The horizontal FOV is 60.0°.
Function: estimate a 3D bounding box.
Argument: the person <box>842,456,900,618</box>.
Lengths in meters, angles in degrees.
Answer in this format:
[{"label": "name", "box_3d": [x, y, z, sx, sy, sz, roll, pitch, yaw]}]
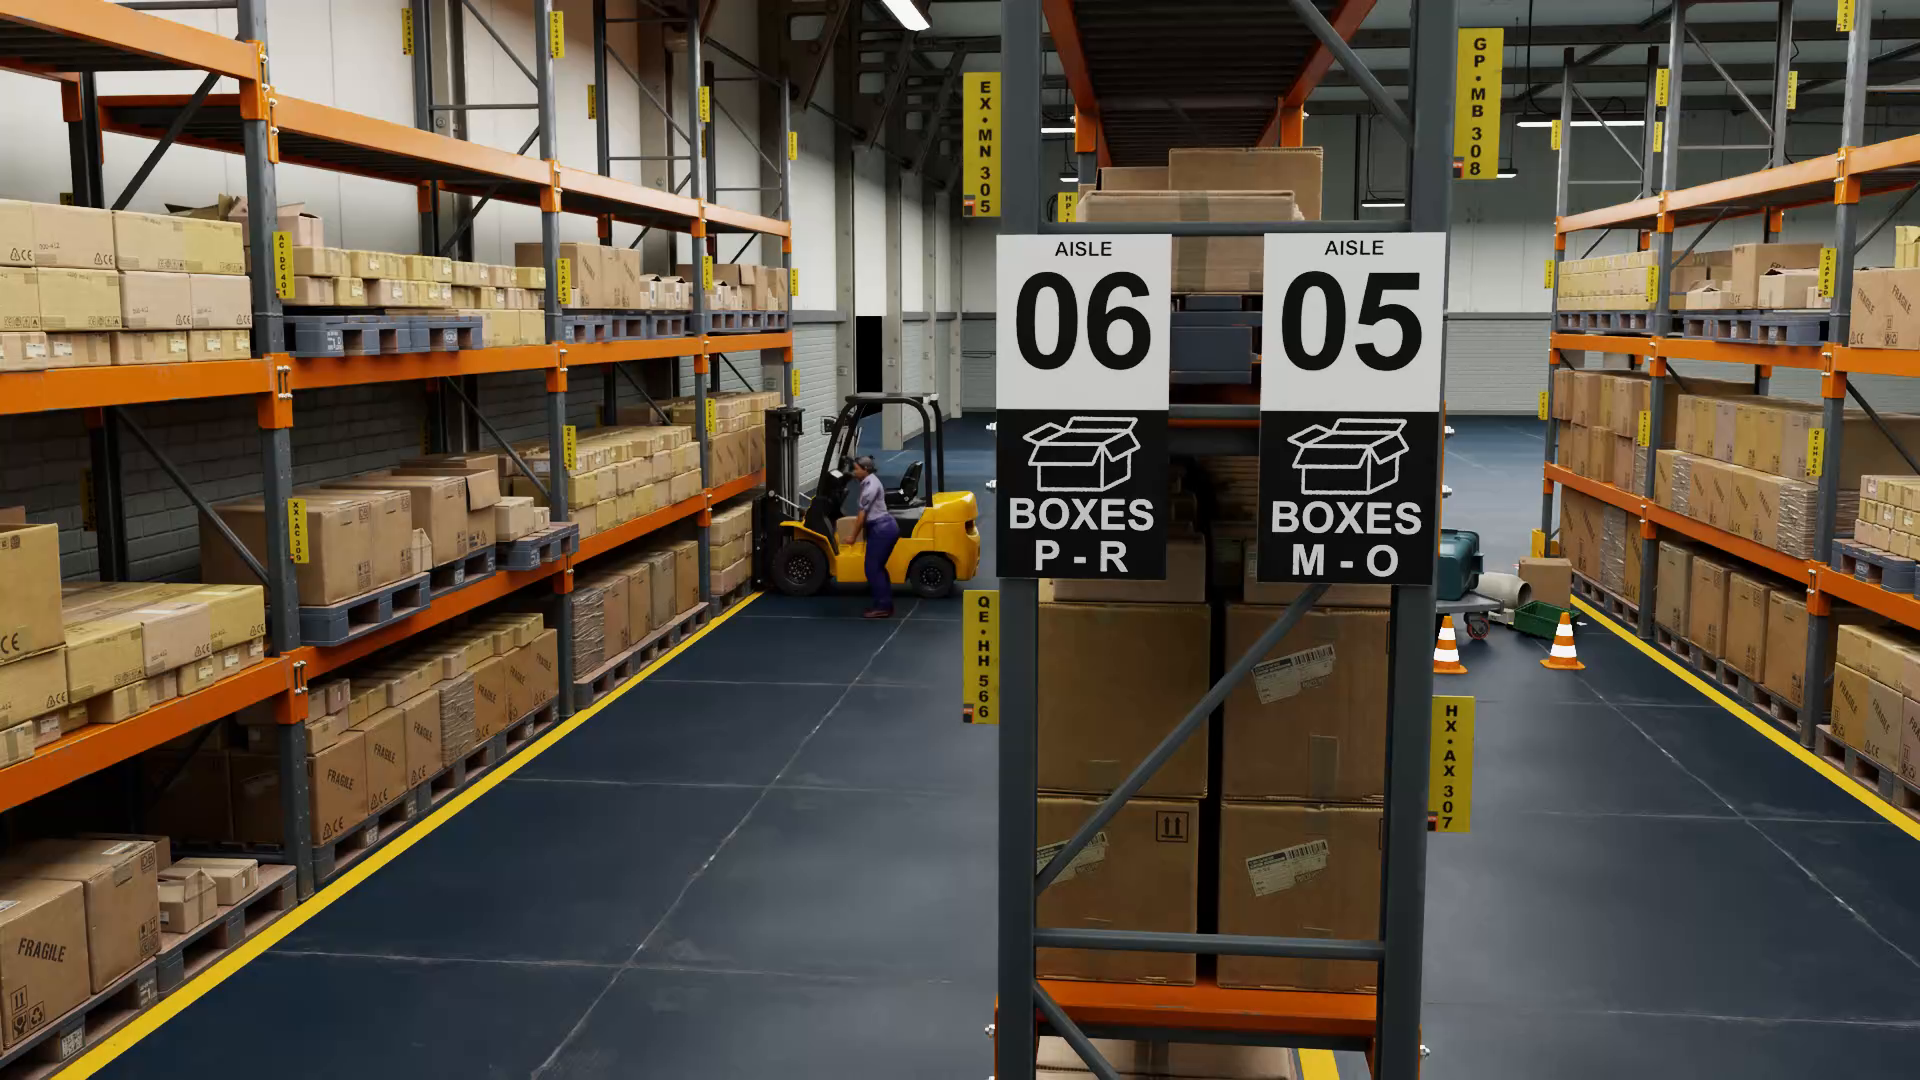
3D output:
[{"label": "person", "box_3d": [-0.895, -0.039, 16.765, 0.559, 1.625, 0.436, 1, 8, 5]}]
